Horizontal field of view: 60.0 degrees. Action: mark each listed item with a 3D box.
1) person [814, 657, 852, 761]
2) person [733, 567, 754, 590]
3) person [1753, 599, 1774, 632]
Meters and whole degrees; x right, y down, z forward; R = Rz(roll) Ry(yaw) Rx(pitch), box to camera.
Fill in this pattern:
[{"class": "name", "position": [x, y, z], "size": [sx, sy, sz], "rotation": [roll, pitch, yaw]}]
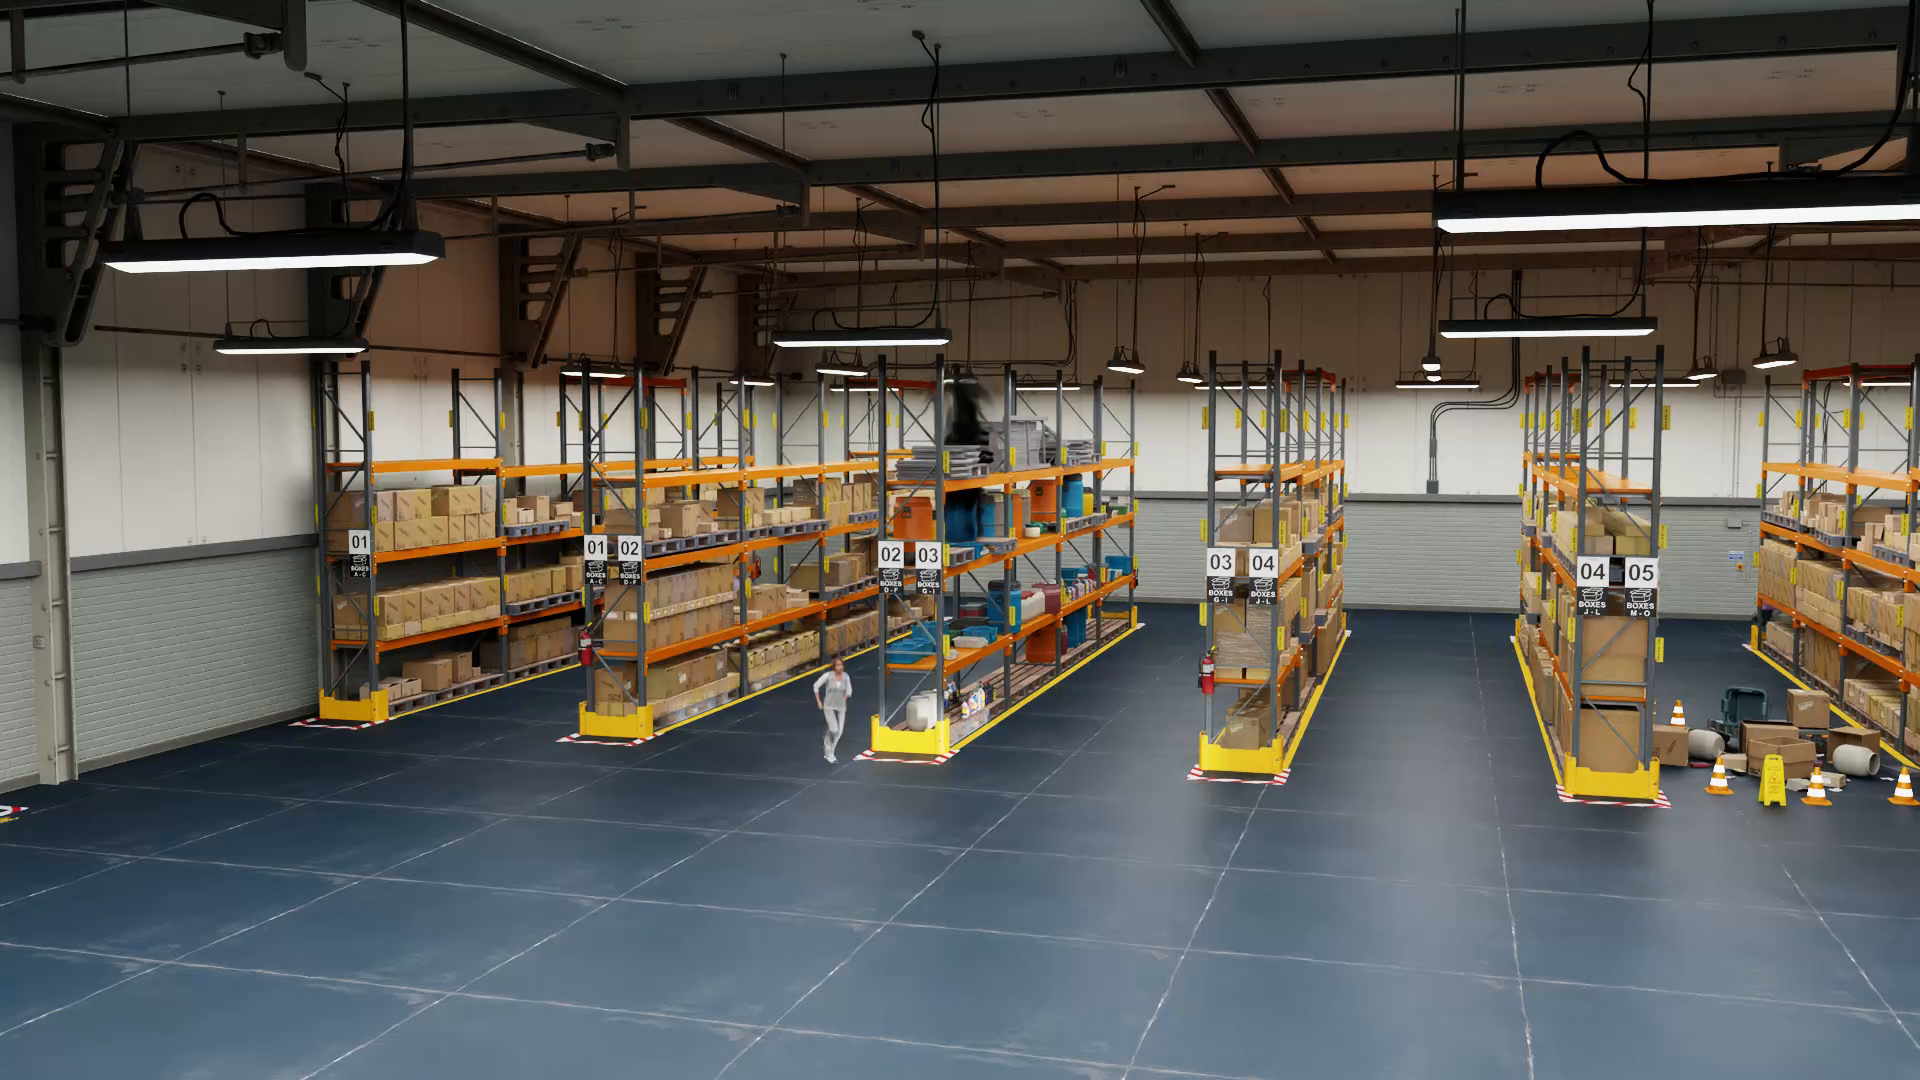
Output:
[{"class": "person", "position": [-1.826, 2.485, 24.311], "size": [0.530, 1.550, 0.604], "rotation": [-2, 4, -23]}, {"class": "person", "position": [-5.122, 1.440, 38.549], "size": [0.592, 1.607, 0.568], "rotation": [1, 4, 16]}, {"class": "person", "position": [18.144, 1.541, 37.377], "size": [0.551, 1.571, 0.568], "rotation": [2, 5, 27]}]
